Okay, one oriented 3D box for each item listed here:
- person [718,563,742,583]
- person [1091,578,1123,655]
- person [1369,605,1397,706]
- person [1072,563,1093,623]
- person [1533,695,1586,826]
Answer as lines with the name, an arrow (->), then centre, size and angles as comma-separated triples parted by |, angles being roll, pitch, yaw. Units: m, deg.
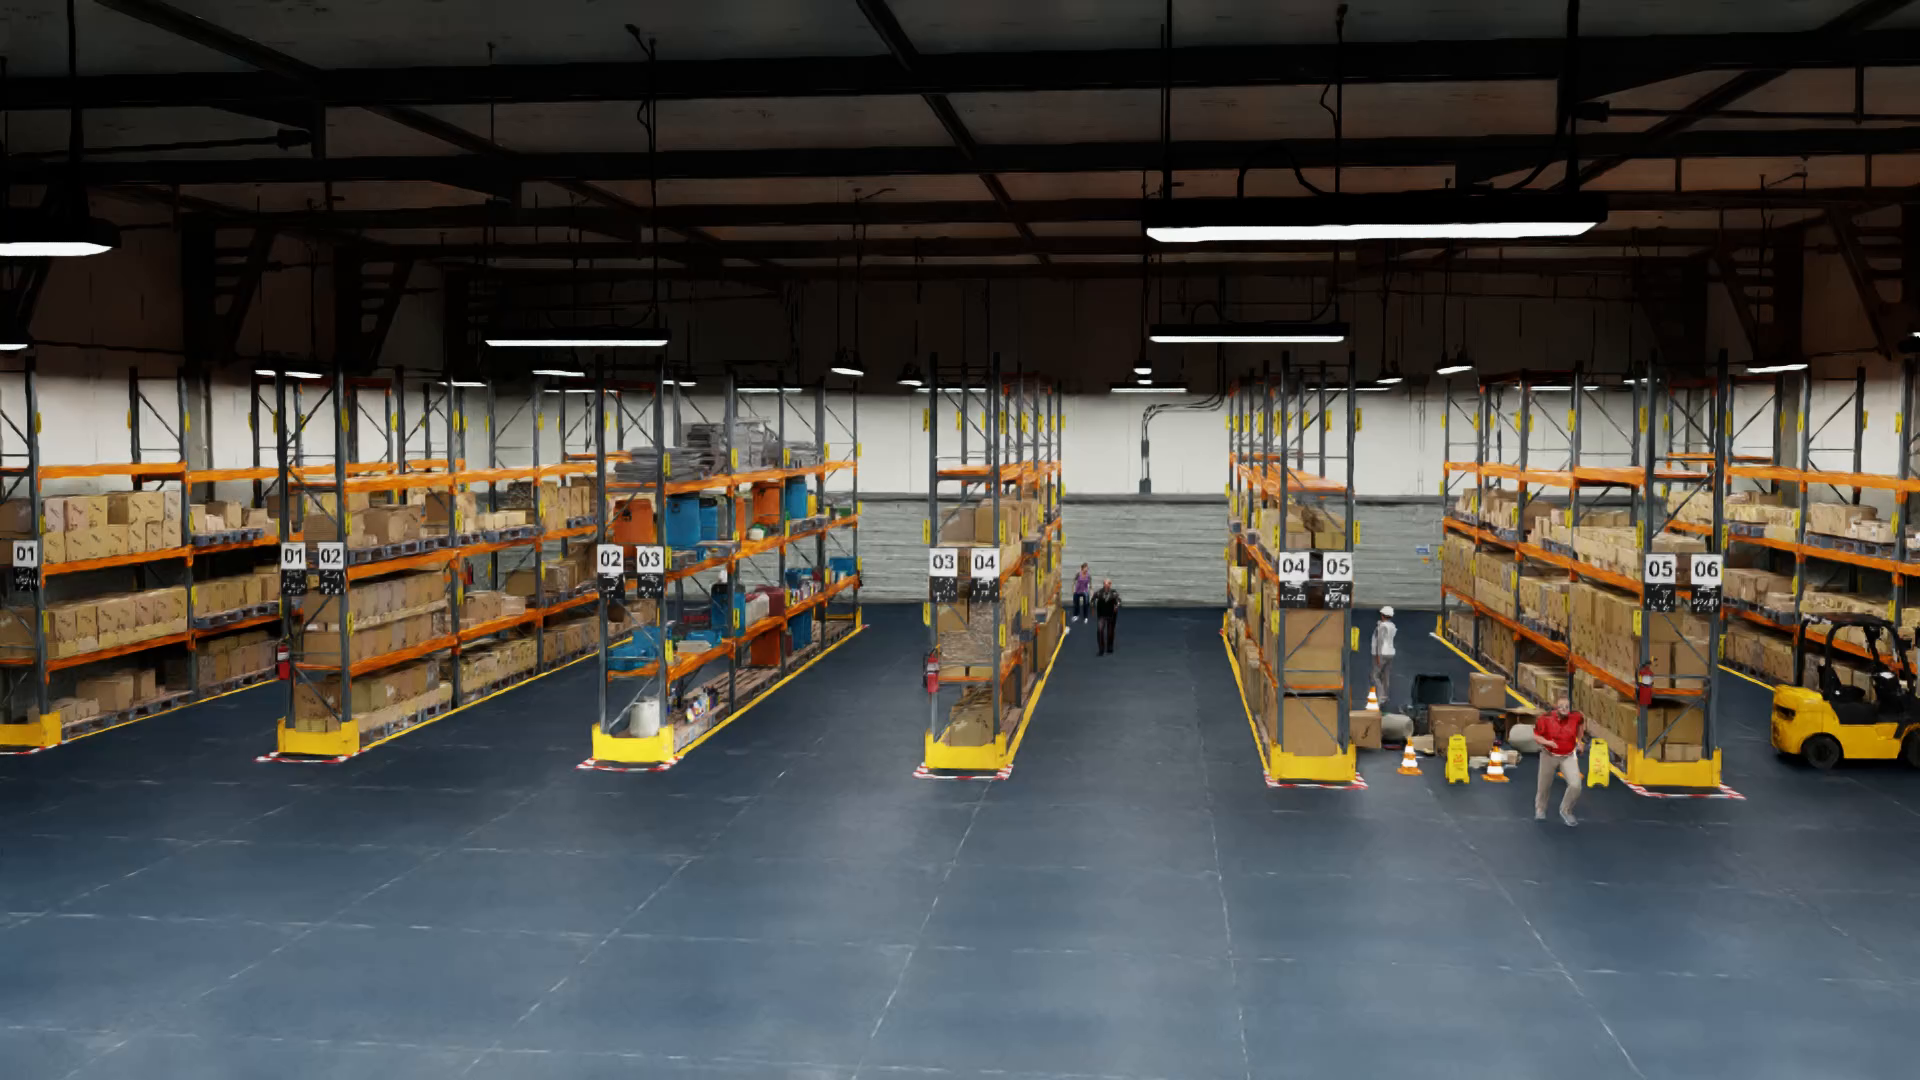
person -> -5.694, 1.299, 41.108 | 0.631, 1.602, 0.802 | 0, 4, 2
person -> 3.170, 1.632, 35.948 | 0.683, 1.645, 0.889 | 0, 4, 3
person -> 7.421, 2.046, 29.338 | 0.411, 1.785, 0.658 | 4, 6, 43
person -> 3.074, 1.306, 41.874 | 0.535, 1.504, 0.758 | 0, 4, -3
person -> 7.445, 2.718, 20.649 | 0.655, 1.641, 0.937 | 1, 4, 12
